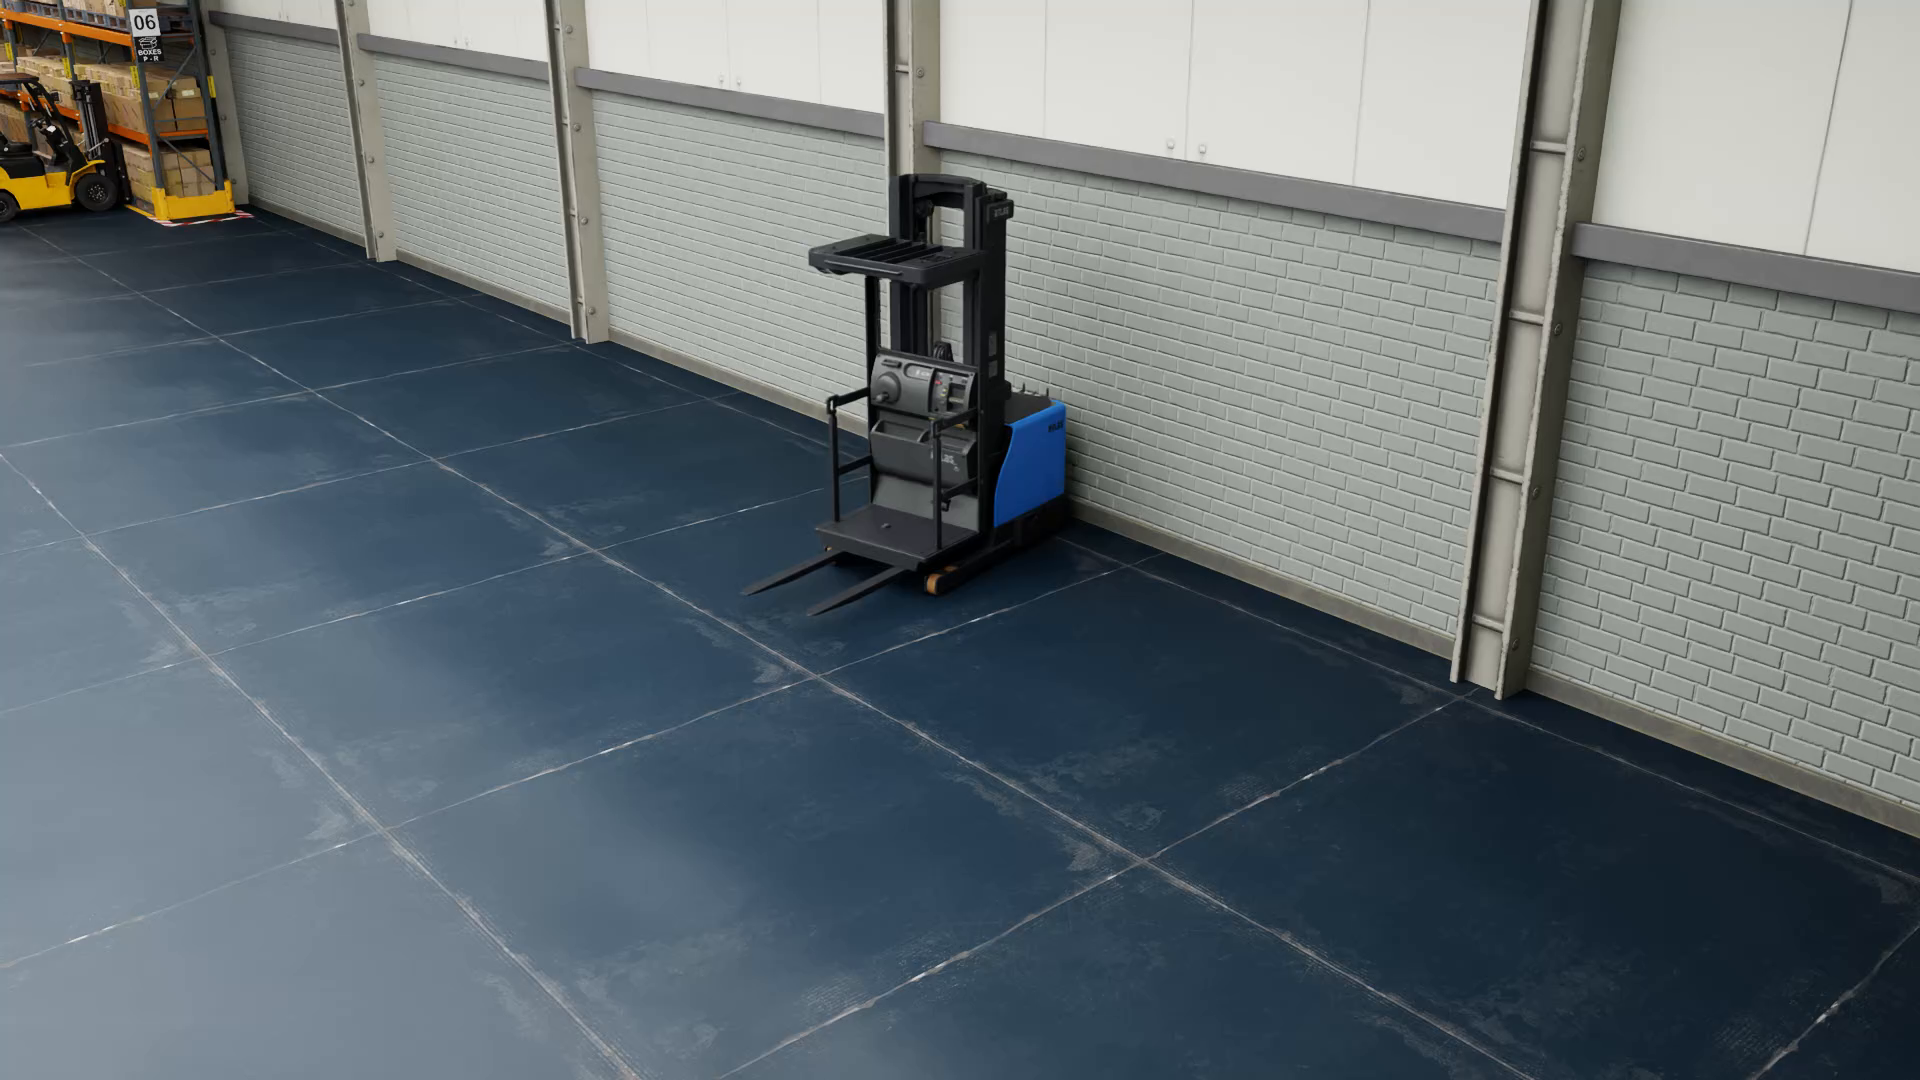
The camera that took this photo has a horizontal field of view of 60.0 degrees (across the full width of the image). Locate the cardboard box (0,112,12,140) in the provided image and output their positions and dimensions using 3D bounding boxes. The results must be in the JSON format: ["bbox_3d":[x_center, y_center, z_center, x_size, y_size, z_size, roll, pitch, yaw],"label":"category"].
[{"bbox_3d":[-19.060,-8.399,33.667,0.500,0.500,0.500,-19,28,-39],"label":"cardboard box"}]

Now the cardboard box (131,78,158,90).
[{"bbox_3d":[-12.962,-7.264,26.484,0.380,0.149,0.250,-17,27,-37],"label":"cardboard box"}]

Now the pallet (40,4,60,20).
[{"bbox_3d":[-15.580,-9.321,29.318,0.805,0.209,1.217,-19,28,-39],"label":"pallet"}]

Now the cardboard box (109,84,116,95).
[{"bbox_3d":[-13.678,-7.394,27.222,0.380,0.149,0.250,-17,27,-37],"label":"cardboard box"}]

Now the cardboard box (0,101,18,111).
[{"bbox_3d":[-19.445,-8.878,33.999,0.380,0.149,0.250,-18,27,-38],"label":"cardboard box"}]

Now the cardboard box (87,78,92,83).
[{"bbox_3d":[-14.520,-7.748,28.127,0.380,0.149,0.250,-17,27,-36],"label":"cardboard box"}]

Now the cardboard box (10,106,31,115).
[{"bbox_3d":[-18.761,-8.592,33.269,0.380,0.149,0.250,-18,28,-38],"label":"cardboard box"}]

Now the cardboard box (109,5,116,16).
[{"bbox_3d":[-13.155,-8.346,26.199,0.380,0.149,0.250,-18,28,-39],"label":"cardboard box"}]

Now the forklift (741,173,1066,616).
[{"bbox_3d":[-0.407,-1.149,12.399,1.130,2.935,3.031,15,26,33],"label":"forklift"}]

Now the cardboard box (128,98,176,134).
[{"bbox_3d":[-12.904,-6.788,26.564,0.500,0.500,0.500,-18,28,-39],"label":"cardboard box"}]

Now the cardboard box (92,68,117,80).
[{"bbox_3d":[-14.319,-7.821,27.906,0.380,0.149,0.250,-18,28,-38],"label":"cardboard box"}]

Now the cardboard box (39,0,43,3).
[{"bbox_3d":[-15.943,-9.526,29.211,0.380,0.149,0.250,-18,27,-38],"label":"cardboard box"}]

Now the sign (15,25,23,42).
[{"bbox_3d":[-19.799,-10.655,34.988,0.100,0.325,0.005,-17,27,-37],"label":"sign"}]

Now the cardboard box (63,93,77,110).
[{"bbox_3d":[-15.522,-7.780,29.440,0.500,0.250,0.500,-17,27,-36],"label":"cardboard box"}]

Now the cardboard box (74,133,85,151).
[{"bbox_3d":[-15.344,-7.004,29.934,0.875,0.625,0.625,-16,26,-35],"label":"cardboard box"}]

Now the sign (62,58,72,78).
[{"bbox_3d":[-15.400,-8.143,28.683,0.100,0.325,0.005,-17,27,-37],"label":"sign"}]

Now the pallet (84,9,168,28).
[{"bbox_3d":[-13.626,-8.562,27.239,1.003,0.211,1.213,-17,27,-37],"label":"pallet"}]

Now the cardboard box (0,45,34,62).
[{"bbox_3d":[-18.811,-9.529,32.982,0.797,0.503,0.637,-18,28,-39],"label":"cardboard box"}]

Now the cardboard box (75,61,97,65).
[{"bbox_3d":[-16.022,-8.702,30.562,0.380,0.149,0.250,-17,27,-37],"label":"cardboard box"}]

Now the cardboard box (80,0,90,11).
[{"bbox_3d":[-14.256,-8.867,27.367,0.396,0.266,0.258,-18,28,-39],"label":"cardboard box"}]

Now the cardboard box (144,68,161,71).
[{"bbox_3d":[-13.604,-7.805,27.863,0.380,0.149,0.250,-16,27,-36],"label":"cardboard box"}]

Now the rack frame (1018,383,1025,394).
[{"bbox_3d":[0.462,-0.804,14.081,0.008,1.050,0.200,16,23,36],"label":"rack frame"}]

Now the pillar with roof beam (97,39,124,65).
[{"bbox_3d":[-19.333,-10.501,27.955,9.100,9.000,0.400,-17,27,-37],"label":"pillar with roof beam"}]

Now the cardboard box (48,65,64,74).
[{"bbox_3d":[-16.242,-8.509,30.069,0.380,0.149,0.250,-17,27,-37],"label":"cardboard box"}]

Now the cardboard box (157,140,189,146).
[{"bbox_3d":[-13.201,-6.504,27.801,0.500,0.250,0.500,-18,27,-38],"label":"cardboard box"}]

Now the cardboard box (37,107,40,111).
[{"bbox_3d":[-18.400,-8.717,33.590,0.380,0.149,0.250,-18,28,-39],"label":"cardboard box"}]

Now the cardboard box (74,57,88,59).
[{"bbox_3d":[-16.649,-9.002,31.328,0.380,0.149,0.250,-18,28,-38],"label":"cardboard box"}]

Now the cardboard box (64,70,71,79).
[{"bbox_3d":[-15.568,-8.230,29.357,0.380,0.149,0.250,-18,28,-38],"label":"cardboard box"}]

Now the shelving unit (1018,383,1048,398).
[{"bbox_3d":[0.557,-0.776,14.010,0.252,1.050,0.215,16,23,36],"label":"shelving unit"}]

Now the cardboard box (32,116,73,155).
[{"bbox_3d":[-17.209,-7.792,31.946,0.875,0.625,0.625,-16,27,-36],"label":"cardboard box"}]

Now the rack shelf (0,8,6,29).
[{"bbox_3d":[-18.911,-10.492,33.033,1.077,0.370,4.000,-17,27,-37],"label":"rack shelf"}]

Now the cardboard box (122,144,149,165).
[{"bbox_3d":[-13.595,-6.378,27.479,0.500,0.250,0.500,-17,27,-37],"label":"cardboard box"}]

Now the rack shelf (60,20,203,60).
[{"bbox_3d":[-13.689,-8.282,27.390,1.077,0.370,4.000,-17,27,-37],"label":"rack shelf"}]

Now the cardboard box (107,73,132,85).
[{"bbox_3d":[-13.686,-7.532,27.168,0.380,0.149,0.250,-17,27,-36],"label":"cardboard box"}]

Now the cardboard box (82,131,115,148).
[{"bbox_3d":[-14.917,-6.945,28.927,0.500,0.250,0.500,-18,28,-38],"label":"cardboard box"}]

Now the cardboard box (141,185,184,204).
[{"bbox_3d":[-12.930,-5.638,26.959,0.500,0.250,0.500,-17,27,-37],"label":"cardboard box"}]

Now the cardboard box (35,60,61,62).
[{"bbox_3d":[-16.892,-8.799,30.809,0.380,0.149,0.250,-17,27,-37],"label":"cardboard box"}]

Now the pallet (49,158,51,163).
[{"bbox_3d":[-16.306,-7.006,31.082,1.003,0.211,1.213,-17,27,-37],"label":"pallet"}]

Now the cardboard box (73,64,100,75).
[{"bbox_3d":[-15.012,-8.101,28.620,0.380,0.149,0.250,-17,27,-36],"label":"cardboard box"}]

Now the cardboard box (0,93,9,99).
[{"bbox_3d":[-19.978,-9.232,34.497,0.380,0.149,0.250,-19,28,-40],"label":"cardboard box"}]

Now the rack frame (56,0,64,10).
[{"bbox_3d":[-14.995,-10.566,28.122,1.000,3.000,0.127,-17,27,-37],"label":"rack frame"}]

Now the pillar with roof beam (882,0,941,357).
[{"bbox_3d":[-3.667,-3.870,11.026,9.100,9.000,0.400,-17,27,-37],"label":"pillar with roof beam"}]

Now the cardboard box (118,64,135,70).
[{"bbox_3d":[-14.242,-8.095,28.603,0.380,0.149,0.250,-18,28,-38],"label":"cardboard box"}]

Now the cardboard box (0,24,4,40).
[{"bbox_3d":[-20.987,-10.876,35.908,0.500,0.500,0.500,-18,28,-39],"label":"cardboard box"}]

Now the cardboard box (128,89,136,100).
[{"bbox_3d":[-13.012,-7.109,26.495,0.380,0.149,0.250,-17,27,-37],"label":"cardboard box"}]

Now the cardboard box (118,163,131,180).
[{"bbox_3d":[-13.610,-6.155,27.594,0.500,0.250,0.500,-18,28,-39],"label":"cardboard box"}]

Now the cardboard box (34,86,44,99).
[{"bbox_3d":[-16.835,-8.347,30.887,0.500,0.250,0.500,-19,28,-39],"label":"cardboard box"}]

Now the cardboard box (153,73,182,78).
[{"bbox_3d":[-12.920,-7.520,27.137,0.380,0.149,0.250,-17,27,-37],"label":"cardboard box"}]

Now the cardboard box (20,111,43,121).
[{"bbox_3d":[-18.120,-8.288,32.493,0.380,0.149,0.250,-19,28,-40],"label":"cardboard box"}]

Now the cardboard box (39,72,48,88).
[{"bbox_3d":[-16.495,-8.438,30.434,0.500,0.250,0.500,-17,27,-37],"label":"cardboard box"}]

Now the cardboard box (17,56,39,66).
[{"bbox_3d":[-17.621,-9.068,31.498,0.380,0.149,0.250,-16,27,-36],"label":"cardboard box"}]

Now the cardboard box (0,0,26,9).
[{"bbox_3d":[-18.125,-10.289,31.733,0.500,0.250,0.500,-19,28,-39],"label":"cardboard box"}]
